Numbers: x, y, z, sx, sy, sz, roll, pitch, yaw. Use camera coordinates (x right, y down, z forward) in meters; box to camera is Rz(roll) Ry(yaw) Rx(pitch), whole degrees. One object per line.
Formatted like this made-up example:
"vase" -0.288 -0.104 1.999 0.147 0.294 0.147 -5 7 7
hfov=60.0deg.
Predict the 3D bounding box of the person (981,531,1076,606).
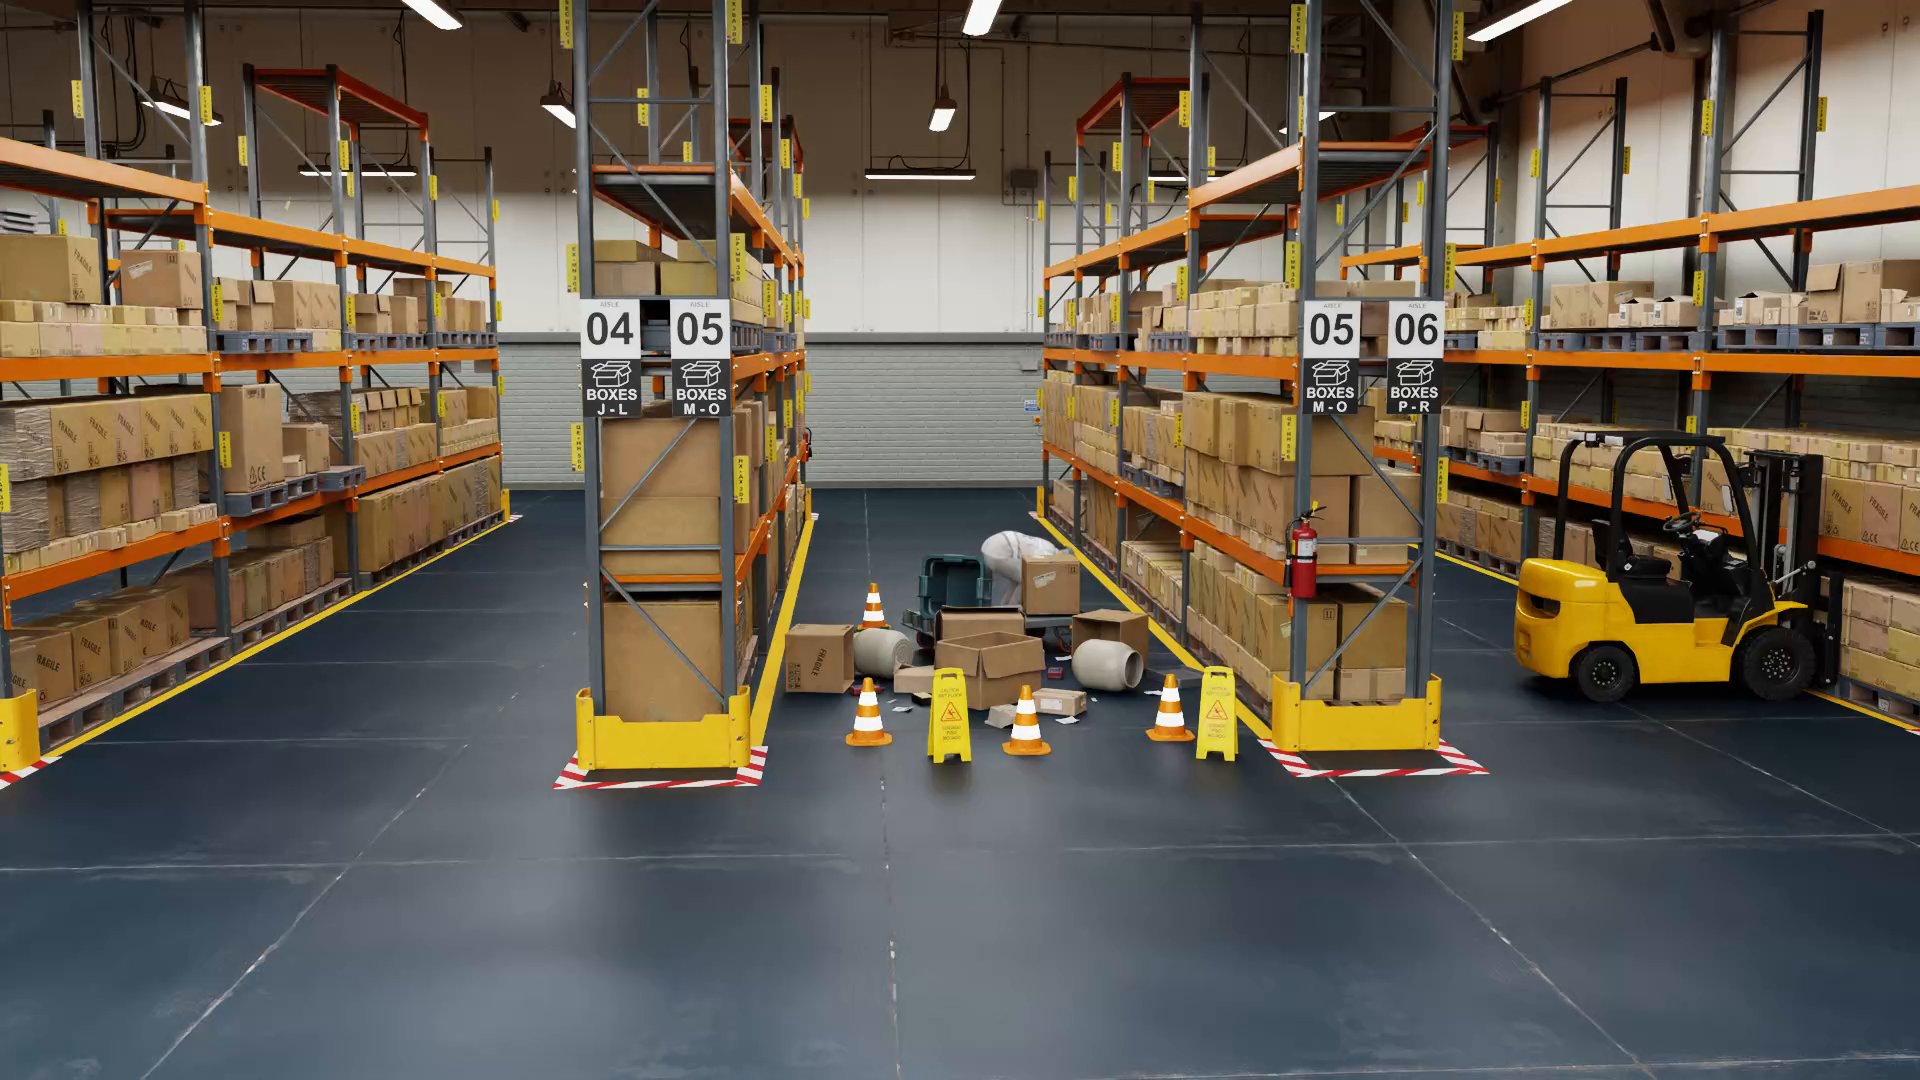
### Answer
"person" 0.736 0.373 17.524 1.023 0.938 0.534 -1 7 -6
